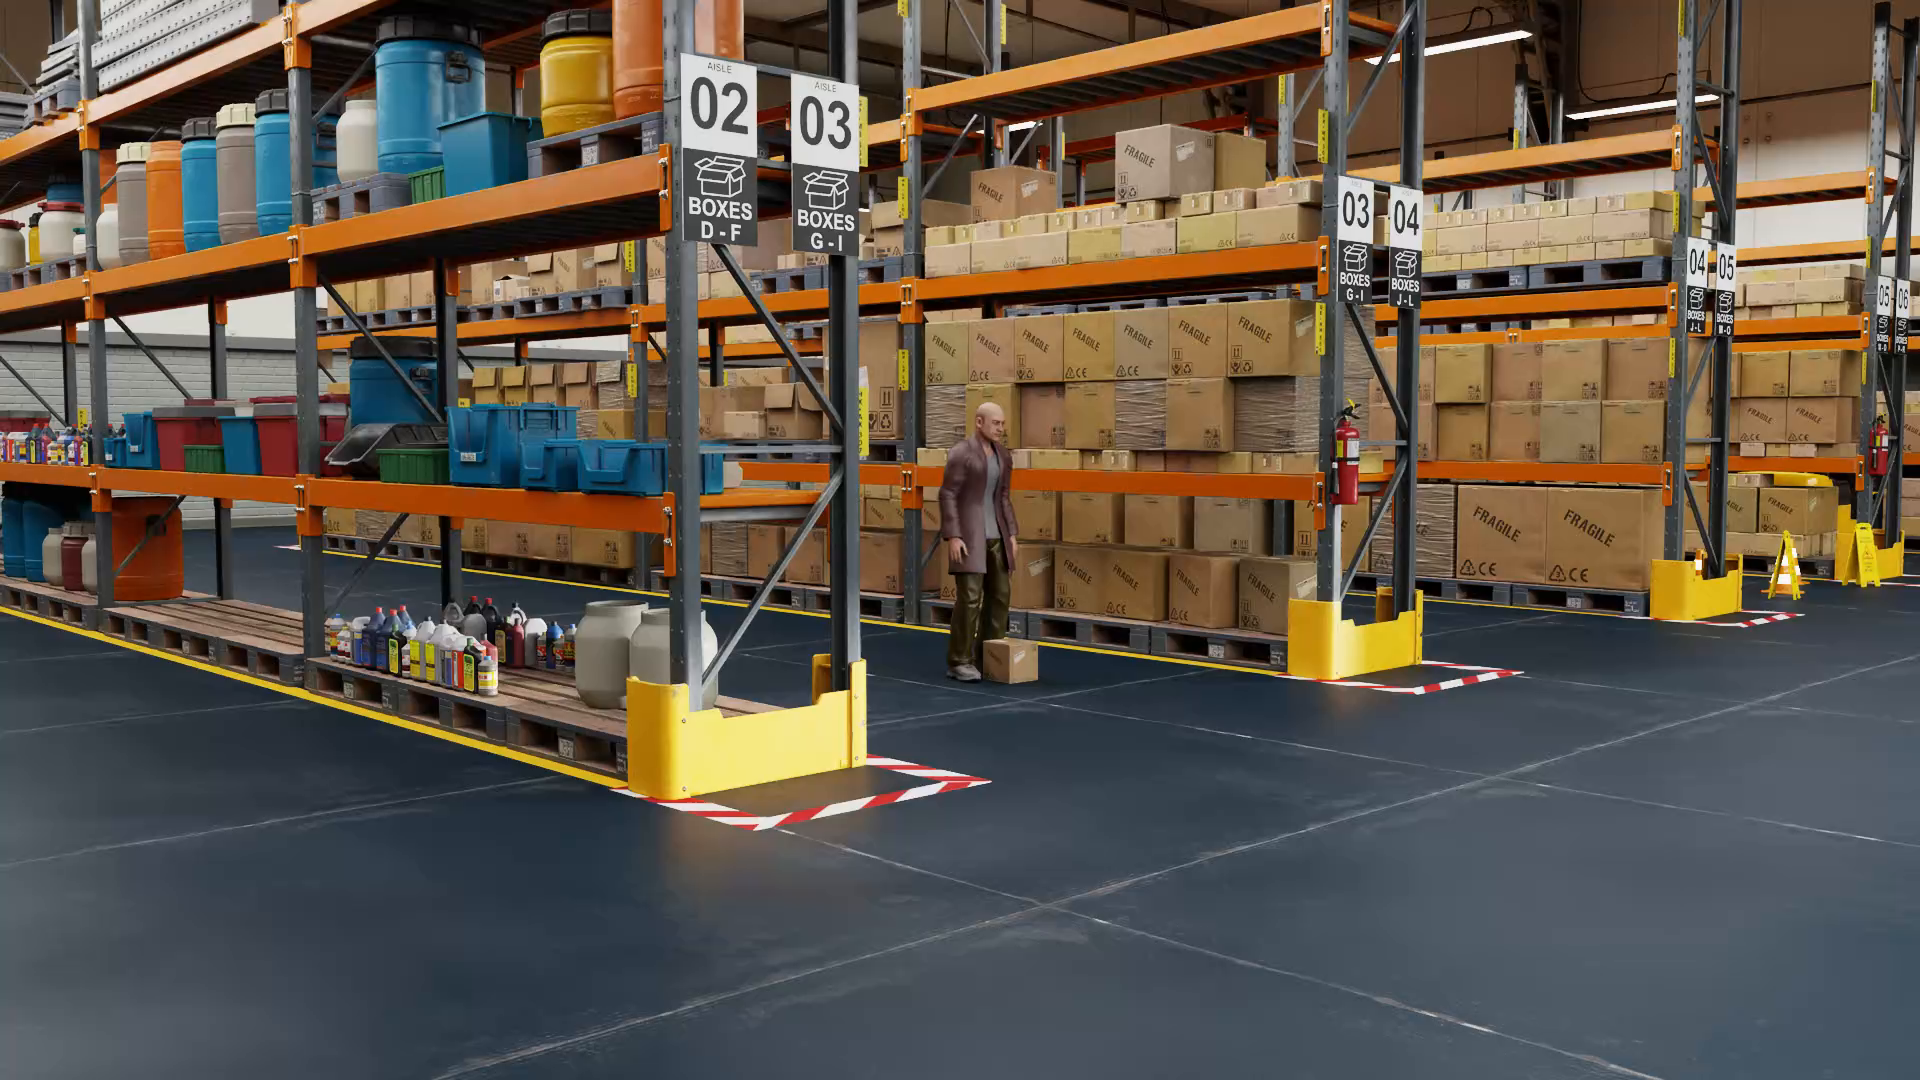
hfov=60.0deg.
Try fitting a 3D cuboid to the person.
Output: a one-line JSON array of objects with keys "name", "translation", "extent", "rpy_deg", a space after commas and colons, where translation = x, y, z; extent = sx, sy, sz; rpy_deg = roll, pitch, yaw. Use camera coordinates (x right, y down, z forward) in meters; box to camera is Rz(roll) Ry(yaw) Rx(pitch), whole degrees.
[{"name": "person", "translation": [0.139, -0.001, 10.750], "extent": [0.640, 1.773, 0.427], "rpy_deg": [-4, 5, -44]}]
